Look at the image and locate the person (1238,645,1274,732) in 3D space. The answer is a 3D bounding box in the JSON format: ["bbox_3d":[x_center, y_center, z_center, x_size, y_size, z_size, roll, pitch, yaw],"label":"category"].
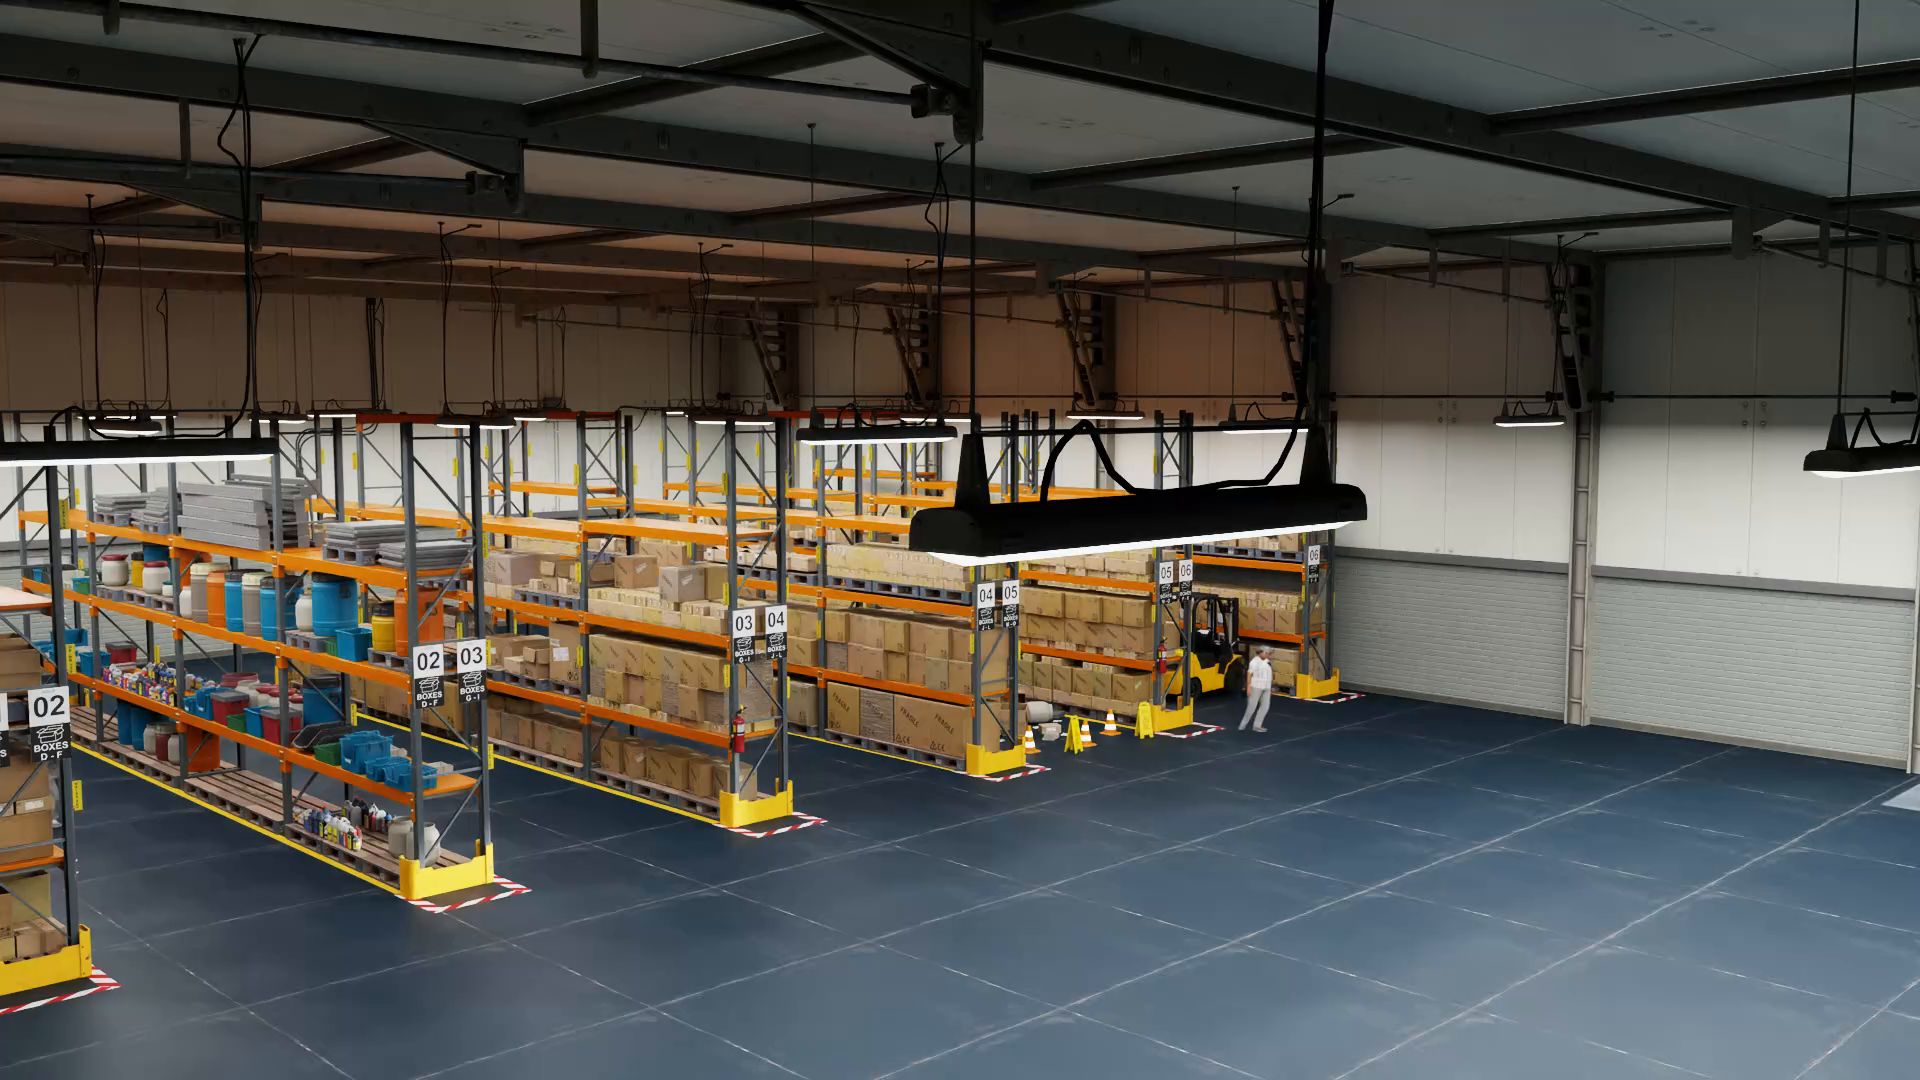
[{"bbox_3d":[5.568,2.797,31.316,0.618,1.645,0.512,-4,6,-36],"label":"person"}]

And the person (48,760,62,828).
[{"bbox_3d":[-13.348,3.482,24.407,0.765,1.474,0.575,2,5,19],"label":"person"}]
